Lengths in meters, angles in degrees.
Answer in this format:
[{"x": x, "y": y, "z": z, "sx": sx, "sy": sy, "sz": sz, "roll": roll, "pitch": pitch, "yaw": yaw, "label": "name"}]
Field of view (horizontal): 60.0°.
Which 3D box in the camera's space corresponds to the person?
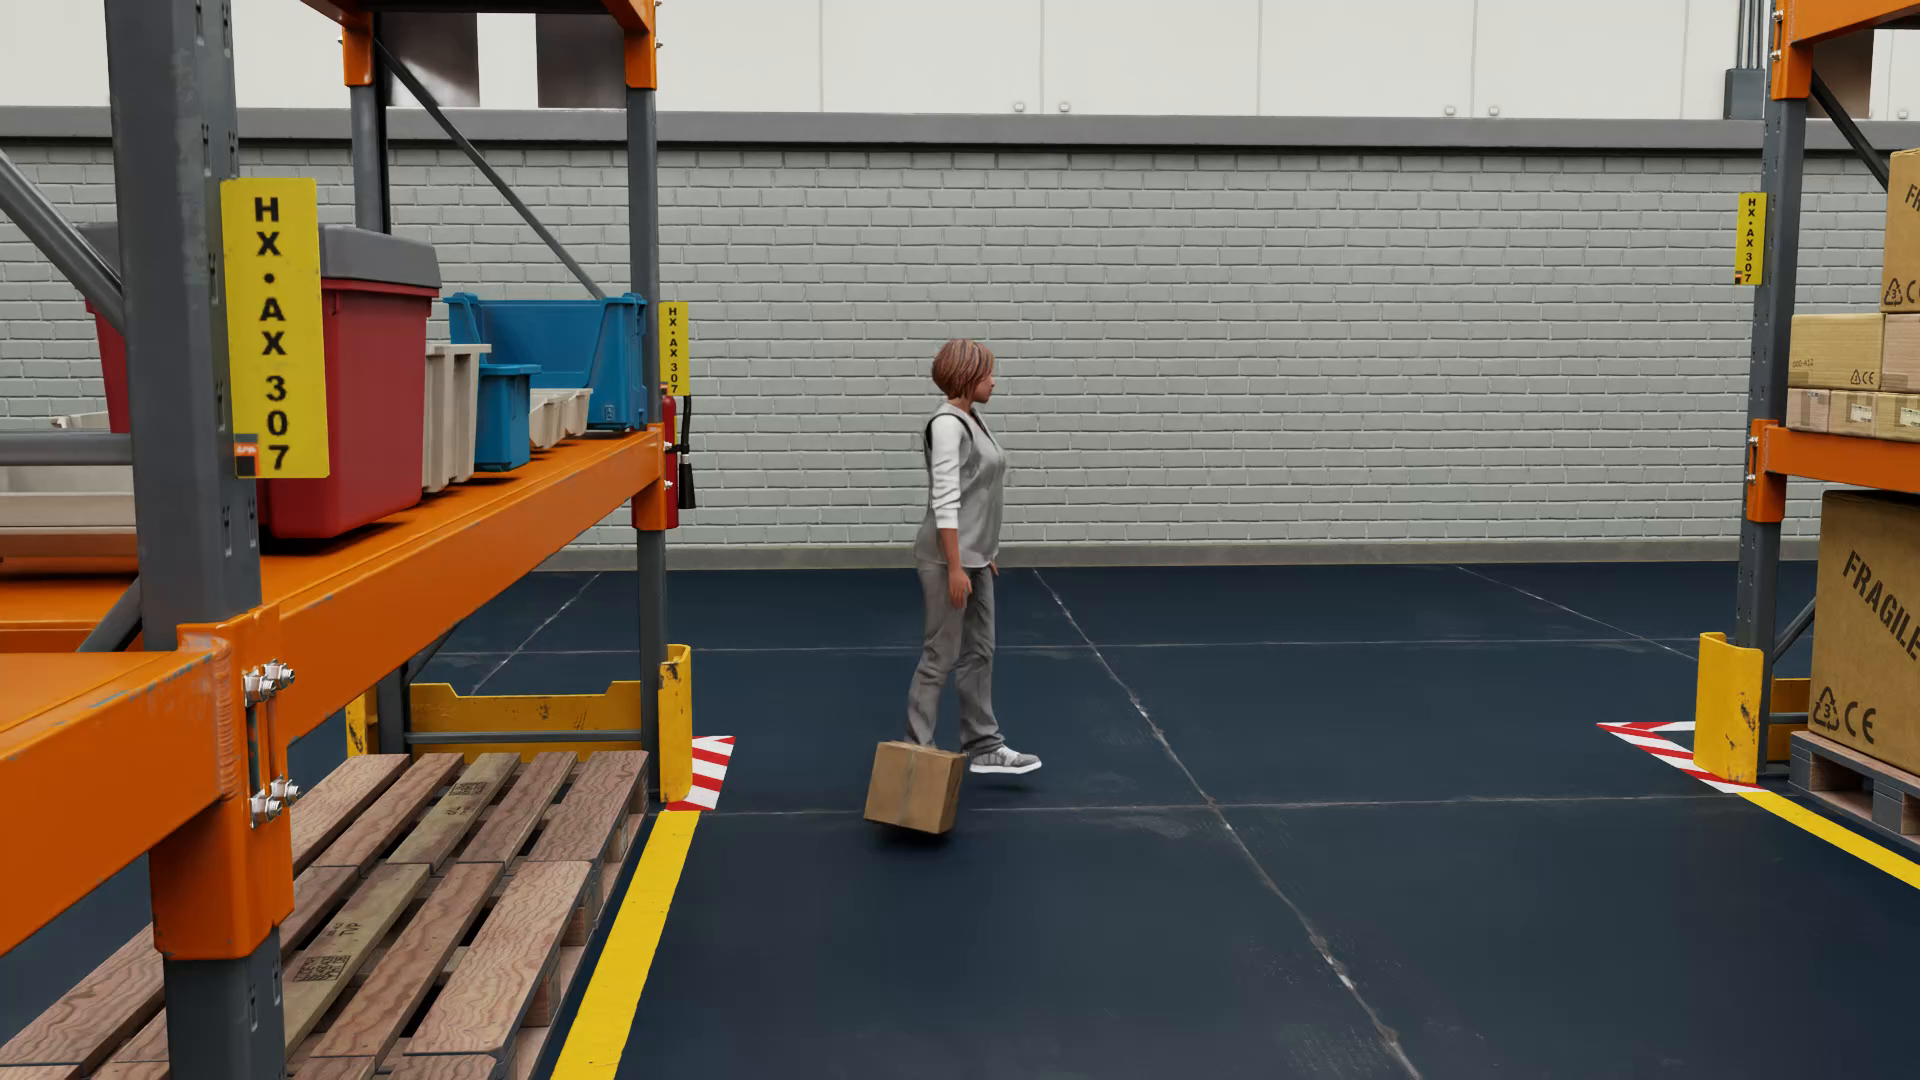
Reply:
[{"x": 0.037, "y": 0.089, "z": 5.894, "sx": 0.475, "sy": 1.595, "sz": 0.496, "roll": 2, "pitch": 7, "yaw": 14, "label": "person"}]
